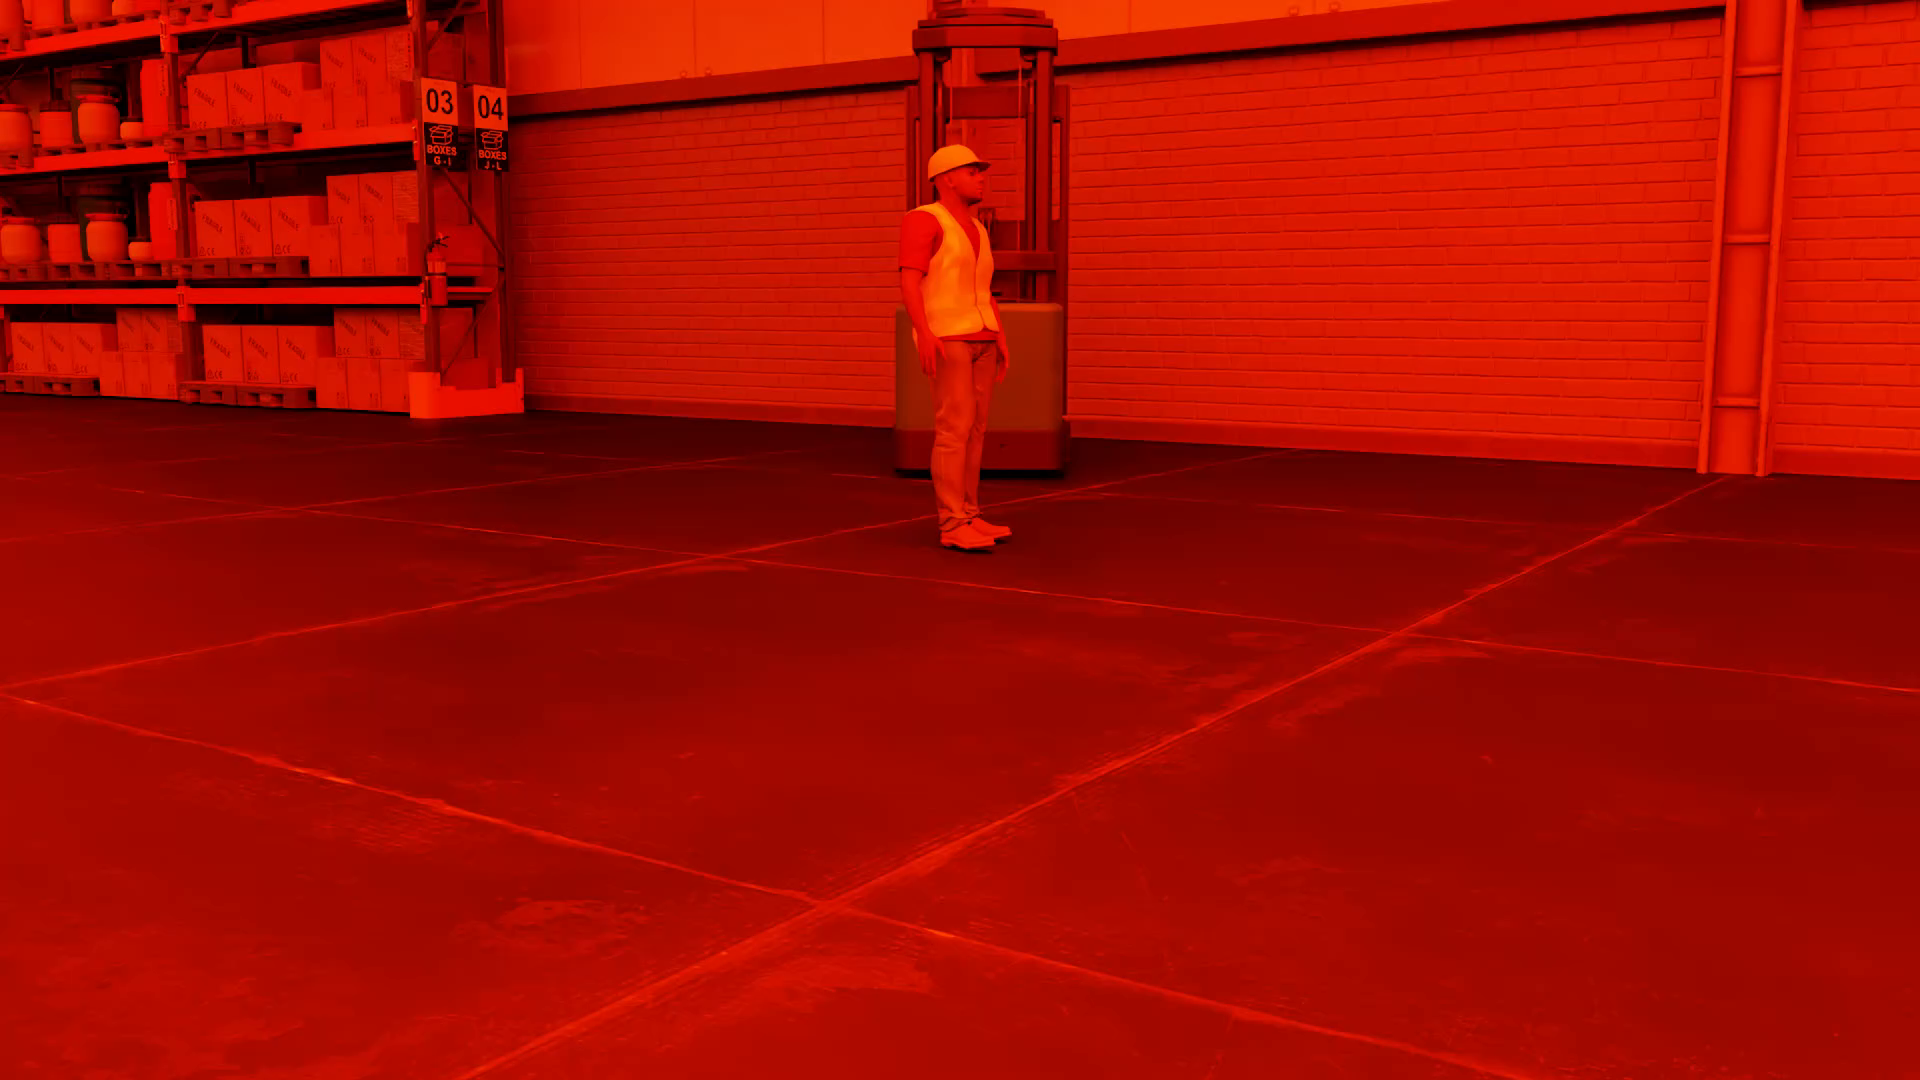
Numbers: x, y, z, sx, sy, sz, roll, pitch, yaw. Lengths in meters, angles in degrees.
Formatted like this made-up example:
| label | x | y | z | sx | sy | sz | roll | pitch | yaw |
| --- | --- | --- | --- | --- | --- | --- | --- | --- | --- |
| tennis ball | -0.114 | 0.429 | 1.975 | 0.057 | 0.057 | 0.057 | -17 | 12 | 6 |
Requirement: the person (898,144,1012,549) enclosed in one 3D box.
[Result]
| label | x | y | z | sx | sy | sz | roll | pitch | yaw |
| --- | --- | --- | --- | --- | --- | --- | --- | --- | --- |
| person | 0.055 | -0.875 | 7.435 | 0.575 | 1.768 | 0.666 | 5 | 10 | 34 |

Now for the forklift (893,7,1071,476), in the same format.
| label | x | y | z | sx | sy | sz | roll | pitch | yaw |
| --- | --- | --- | --- | --- | --- | --- | --- | --- | --- |
| forklift | 0.202 | -2.021 | 11.406 | 1.130 | 2.935 | 3.031 | 1 | 8 | 4 |
